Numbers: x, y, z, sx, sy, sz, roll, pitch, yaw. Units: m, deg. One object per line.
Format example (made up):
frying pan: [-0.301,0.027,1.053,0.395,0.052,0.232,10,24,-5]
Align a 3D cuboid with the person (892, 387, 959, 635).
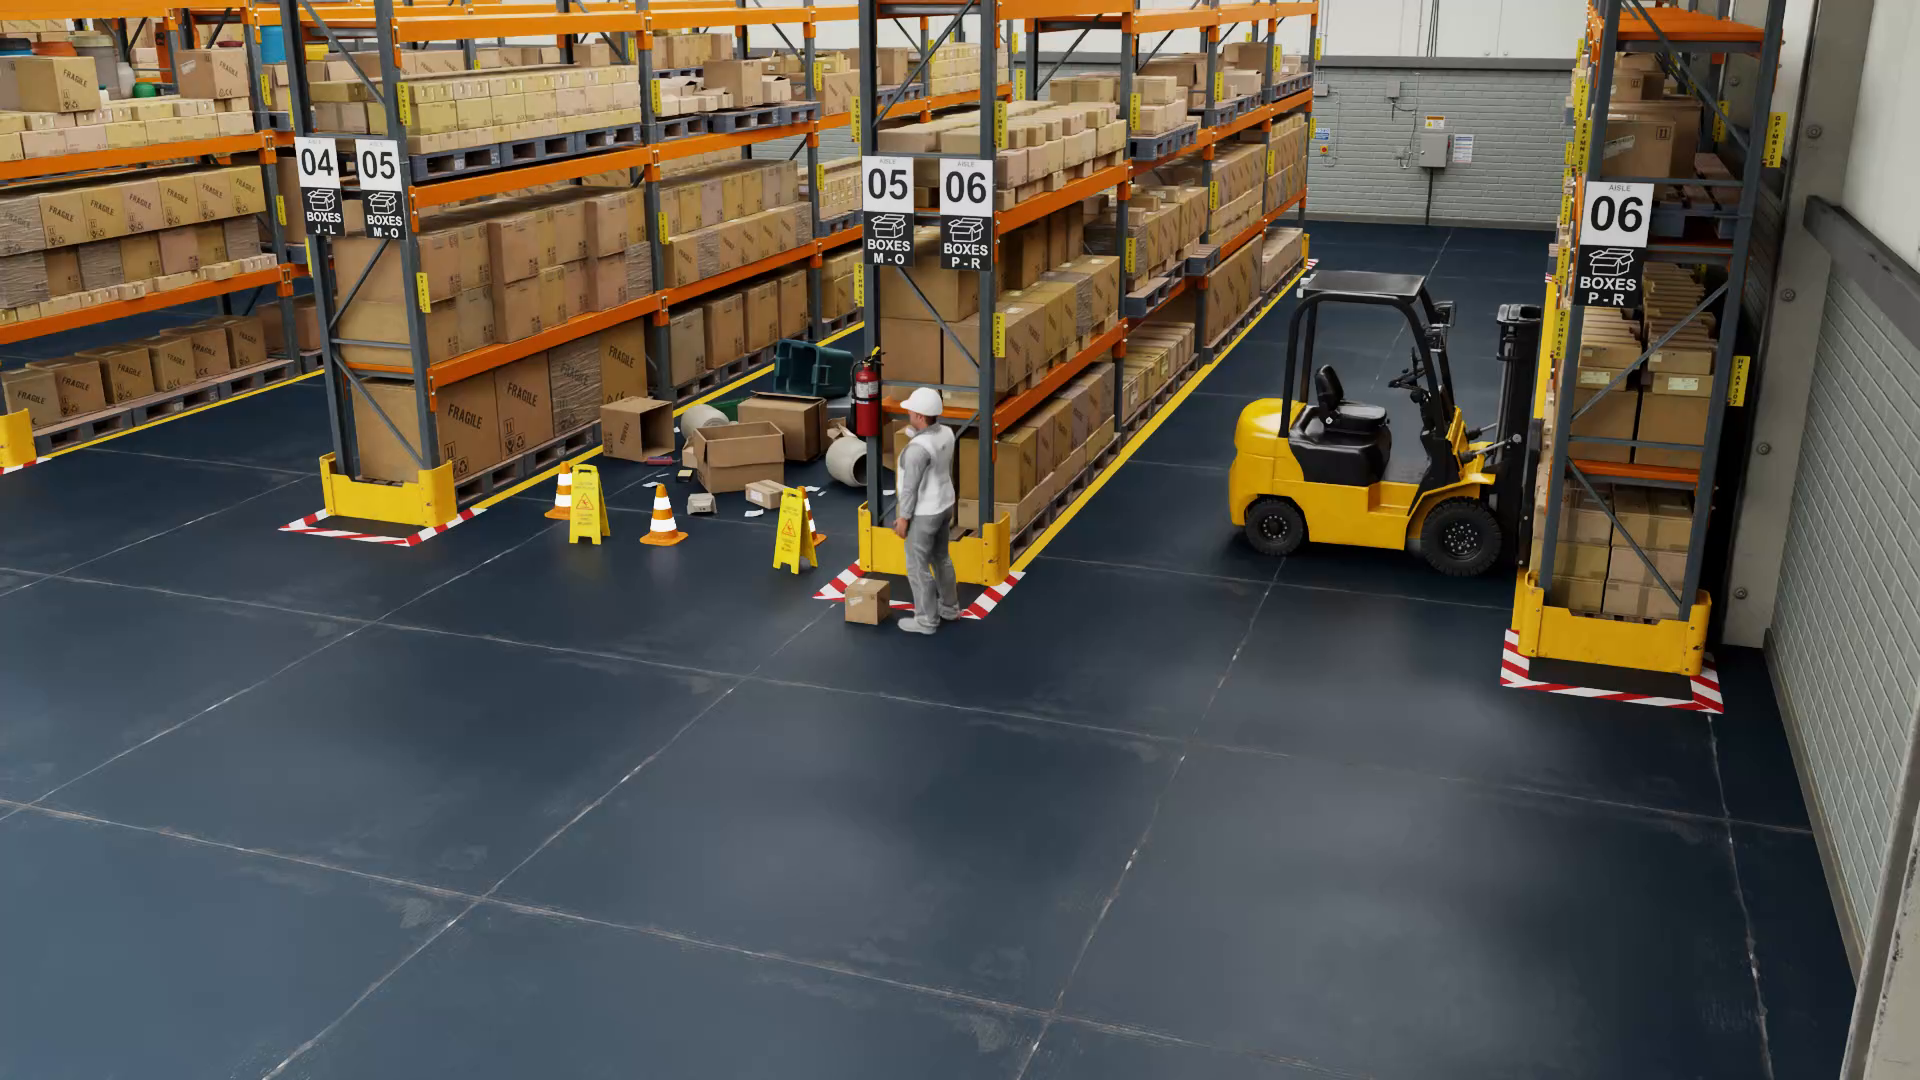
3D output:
person: [-0.240,-0.214,11.659,0.363,1.780,0.592,8,20,24]
